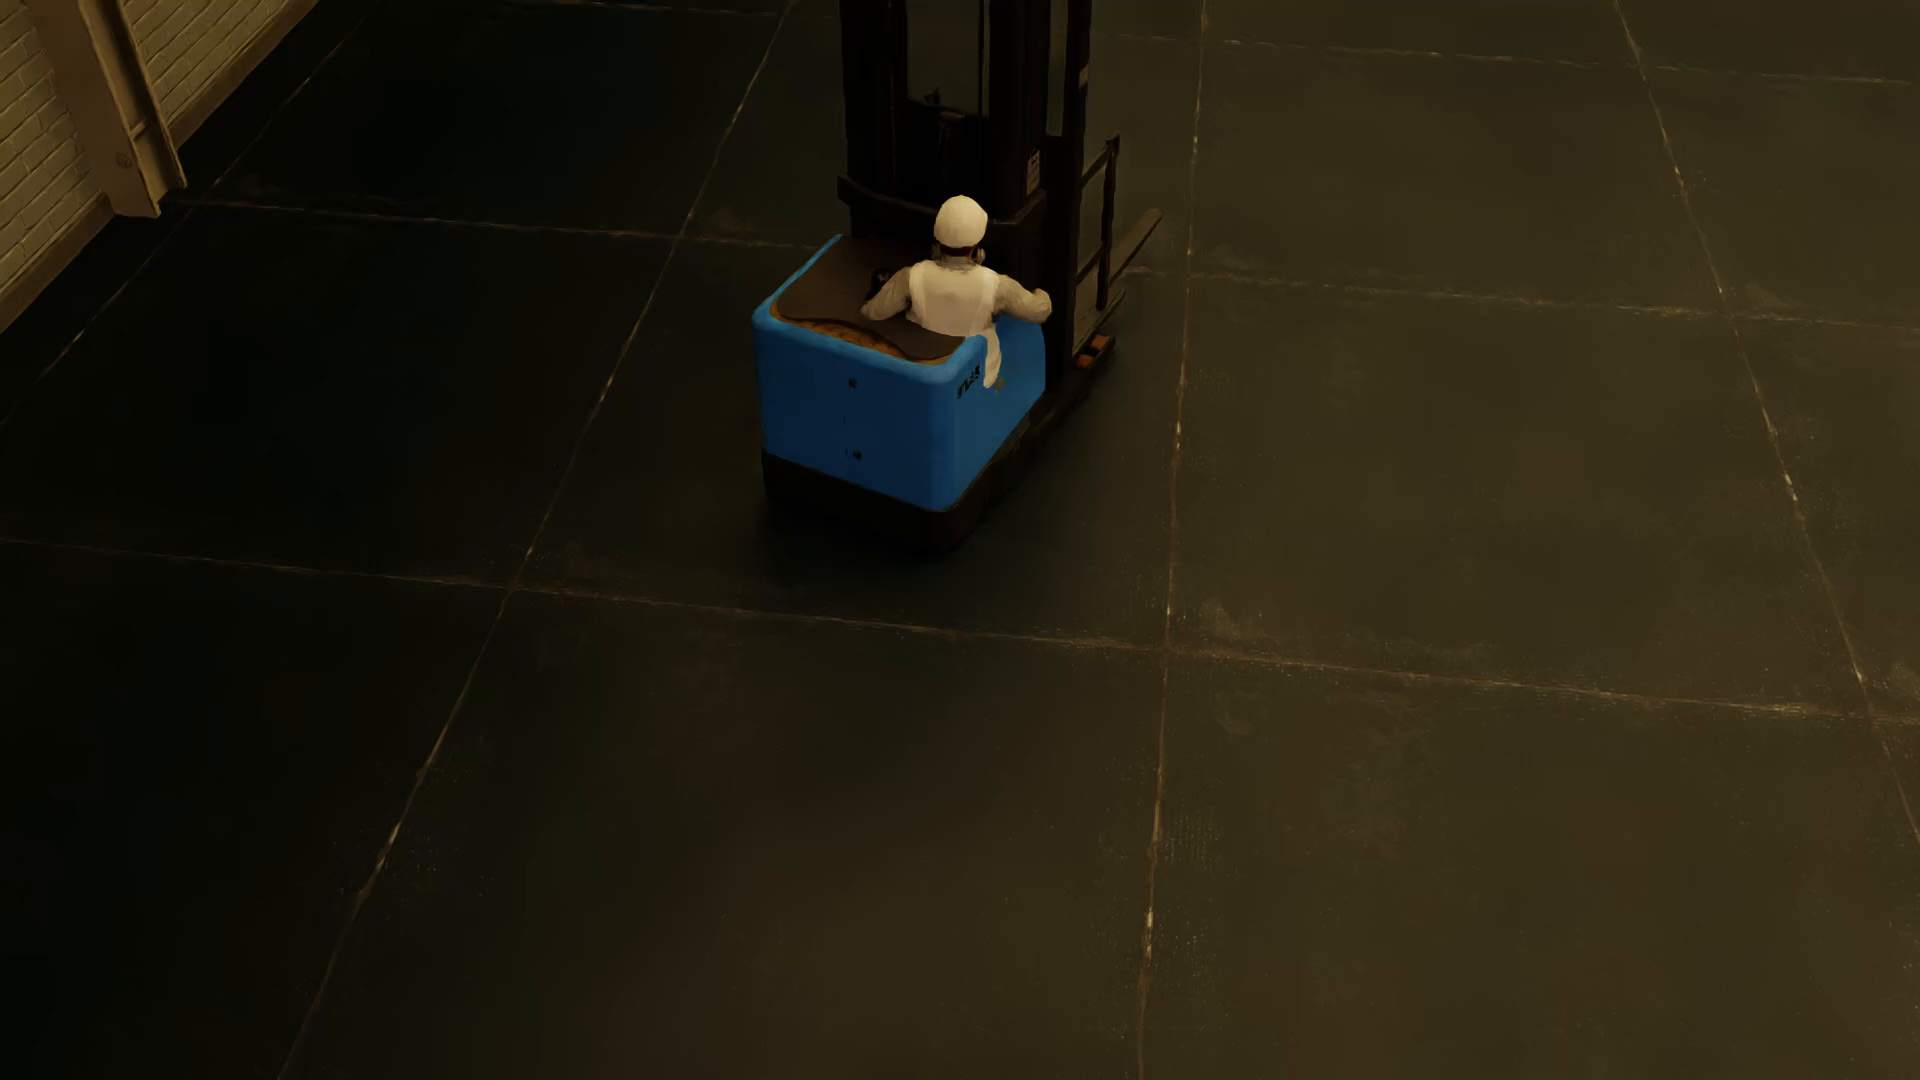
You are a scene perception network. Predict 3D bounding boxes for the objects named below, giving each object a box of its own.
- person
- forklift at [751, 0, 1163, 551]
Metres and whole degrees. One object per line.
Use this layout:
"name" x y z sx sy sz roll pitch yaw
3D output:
"person" -0.020 -0.905 7.691 0.881 1.691 0.674 6 43 7
"forklift" 0.177 -2.023 7.927 1.130 2.935 3.031 19 46 20
